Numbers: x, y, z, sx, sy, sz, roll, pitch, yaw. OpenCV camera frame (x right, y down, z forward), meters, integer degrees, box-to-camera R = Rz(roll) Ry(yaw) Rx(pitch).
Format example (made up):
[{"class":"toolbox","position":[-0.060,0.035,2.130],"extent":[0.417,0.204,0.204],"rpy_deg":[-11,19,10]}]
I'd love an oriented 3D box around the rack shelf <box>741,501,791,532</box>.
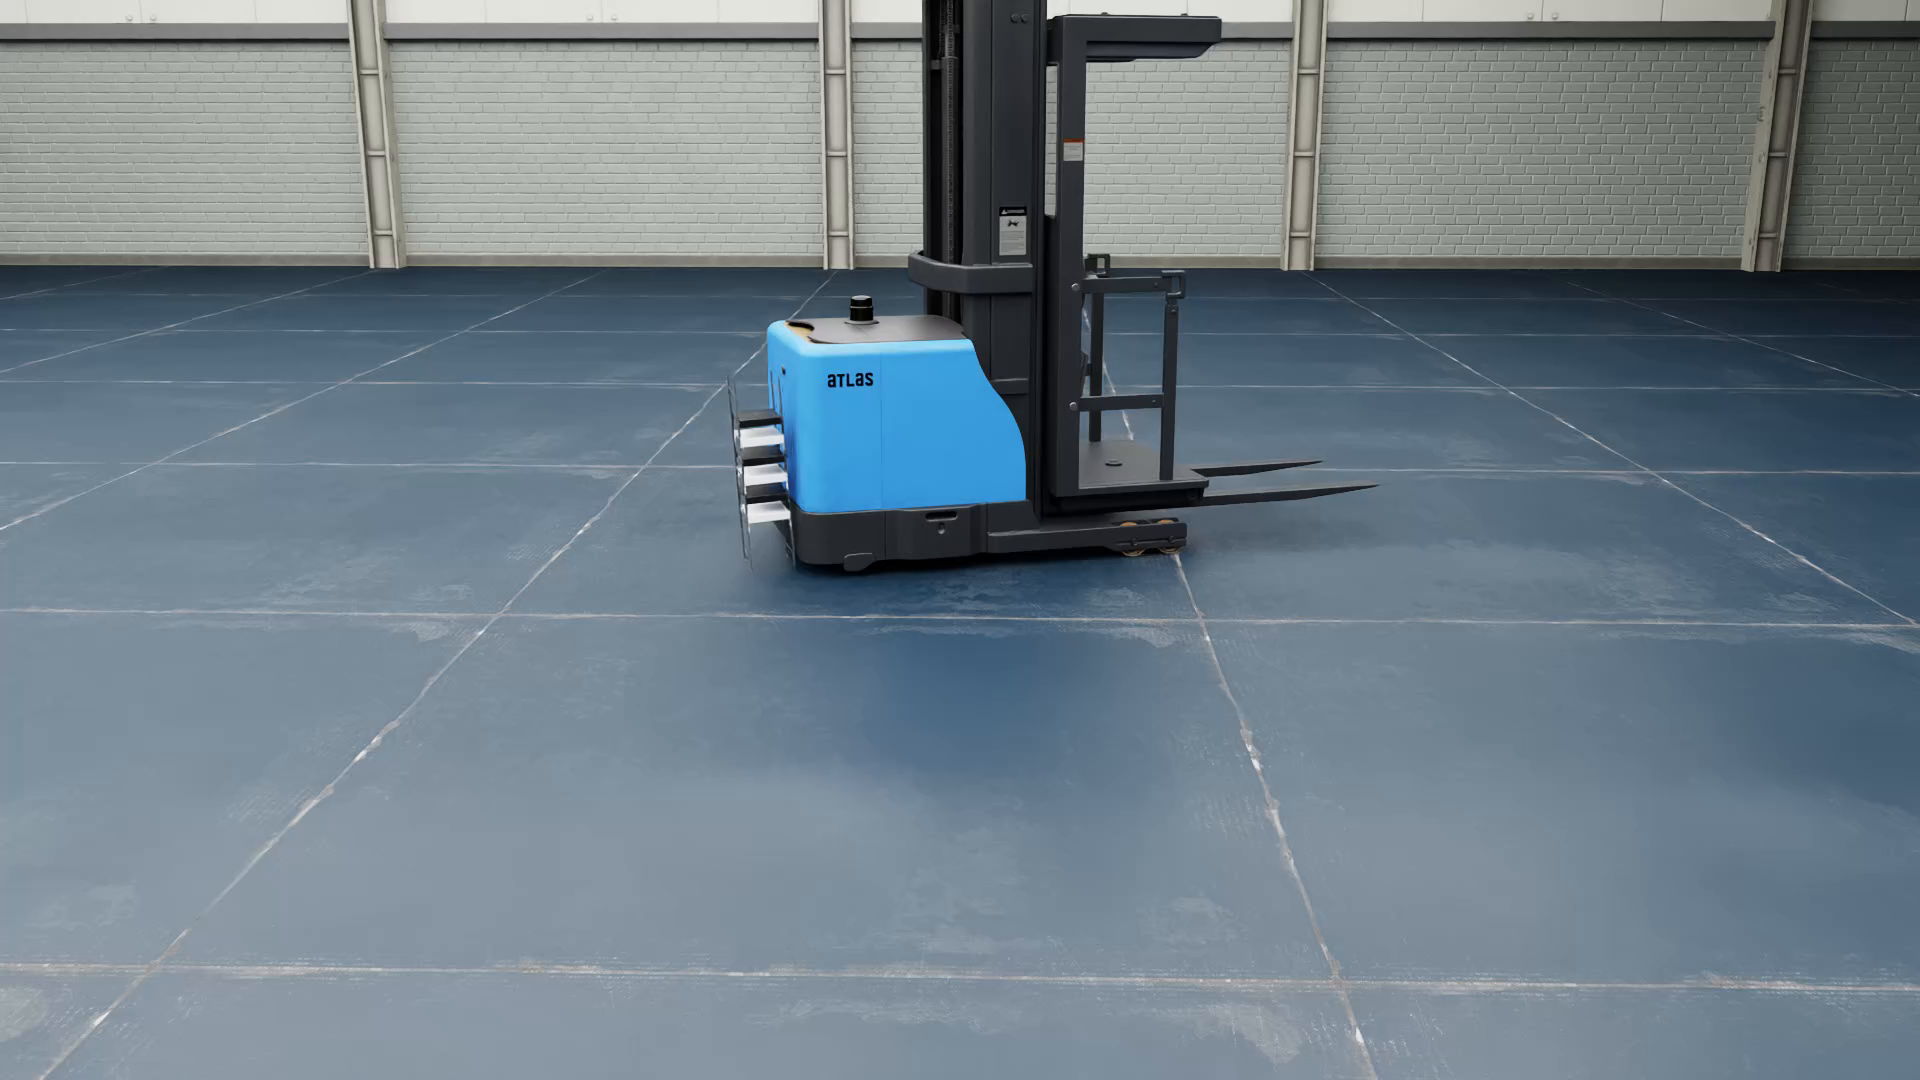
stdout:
[{"class":"rack shelf","position":[-0.918,-0.118,7.836],"extent":[0.200,0.077,0.258],"rpy_deg":[-7,16,-14]}]

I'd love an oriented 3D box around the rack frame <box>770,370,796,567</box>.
[{"class":"rack frame","position":[-0.832,-0.336,7.804],"extent":[0.006,0.900,0.240],"rpy_deg":[-7,16,-14]}]

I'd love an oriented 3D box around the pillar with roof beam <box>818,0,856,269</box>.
[{"class":"pillar with roof beam","position":[-1.697,-6.839,16.623],"extent":[0.400,9.000,9.100],"rpy_deg":[0,15,1]}]

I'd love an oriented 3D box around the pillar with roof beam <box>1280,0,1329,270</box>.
[{"class":"pillar with roof beam","position":[4.302,-6.800,16.475],"extent":[0.400,9.000,9.100],"rpy_deg":[0,15,1]}]

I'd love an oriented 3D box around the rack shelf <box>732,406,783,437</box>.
[{"class":"rack shelf","position":[-0.942,-0.551,7.715],"extent":[0.200,0.077,0.258],"rpy_deg":[-7,16,-14]}]

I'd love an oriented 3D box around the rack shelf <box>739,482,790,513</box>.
[{"class":"rack shelf","position":[-0.923,-0.204,7.812],"extent":[0.200,0.077,0.258],"rpy_deg":[-7,16,-14]}]

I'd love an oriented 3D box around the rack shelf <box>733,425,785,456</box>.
[{"class":"rack shelf","position":[-0.937,-0.464,7.739],"extent":[0.200,0.077,0.258],"rpy_deg":[-7,16,-14]}]

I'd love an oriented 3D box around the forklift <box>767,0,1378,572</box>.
[{"class":"forklift","position":[0.605,-1.461,8.132],"extent":[3.031,2.935,1.130],"rpy_deg":[-4,15,-15]}]

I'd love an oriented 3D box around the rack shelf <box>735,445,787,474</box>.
[{"class":"rack shelf","position":[-0.932,-0.377,7.763],"extent":[0.200,0.077,0.258],"rpy_deg":[-7,16,-14]}]

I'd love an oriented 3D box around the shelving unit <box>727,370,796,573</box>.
[{"class":"shelving unit","position":[-0.929,-0.323,7.779],"extent":[0.210,0.900,0.258],"rpy_deg":[-7,16,-14]}]

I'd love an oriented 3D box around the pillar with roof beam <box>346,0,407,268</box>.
[{"class":"pillar with roof beam","position":[-7.695,-6.879,16.772],"extent":[0.400,9.000,9.100],"rpy_deg":[0,15,1]}]

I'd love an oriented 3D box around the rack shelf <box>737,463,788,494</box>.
[{"class":"rack shelf","position":[-0.928,-0.291,7.788],"extent":[0.200,0.077,0.258],"rpy_deg":[-7,16,-14]}]

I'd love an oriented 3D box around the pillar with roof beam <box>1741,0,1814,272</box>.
[{"class":"pillar with roof beam","position":[10.300,-6.761,16.327],"extent":[0.400,9.000,9.100],"rpy_deg":[0,15,1]}]

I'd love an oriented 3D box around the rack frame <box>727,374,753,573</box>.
[{"class":"rack frame","position":[-1.027,-0.310,7.754],"extent":[0.006,0.900,0.240],"rpy_deg":[-7,16,-14]}]
